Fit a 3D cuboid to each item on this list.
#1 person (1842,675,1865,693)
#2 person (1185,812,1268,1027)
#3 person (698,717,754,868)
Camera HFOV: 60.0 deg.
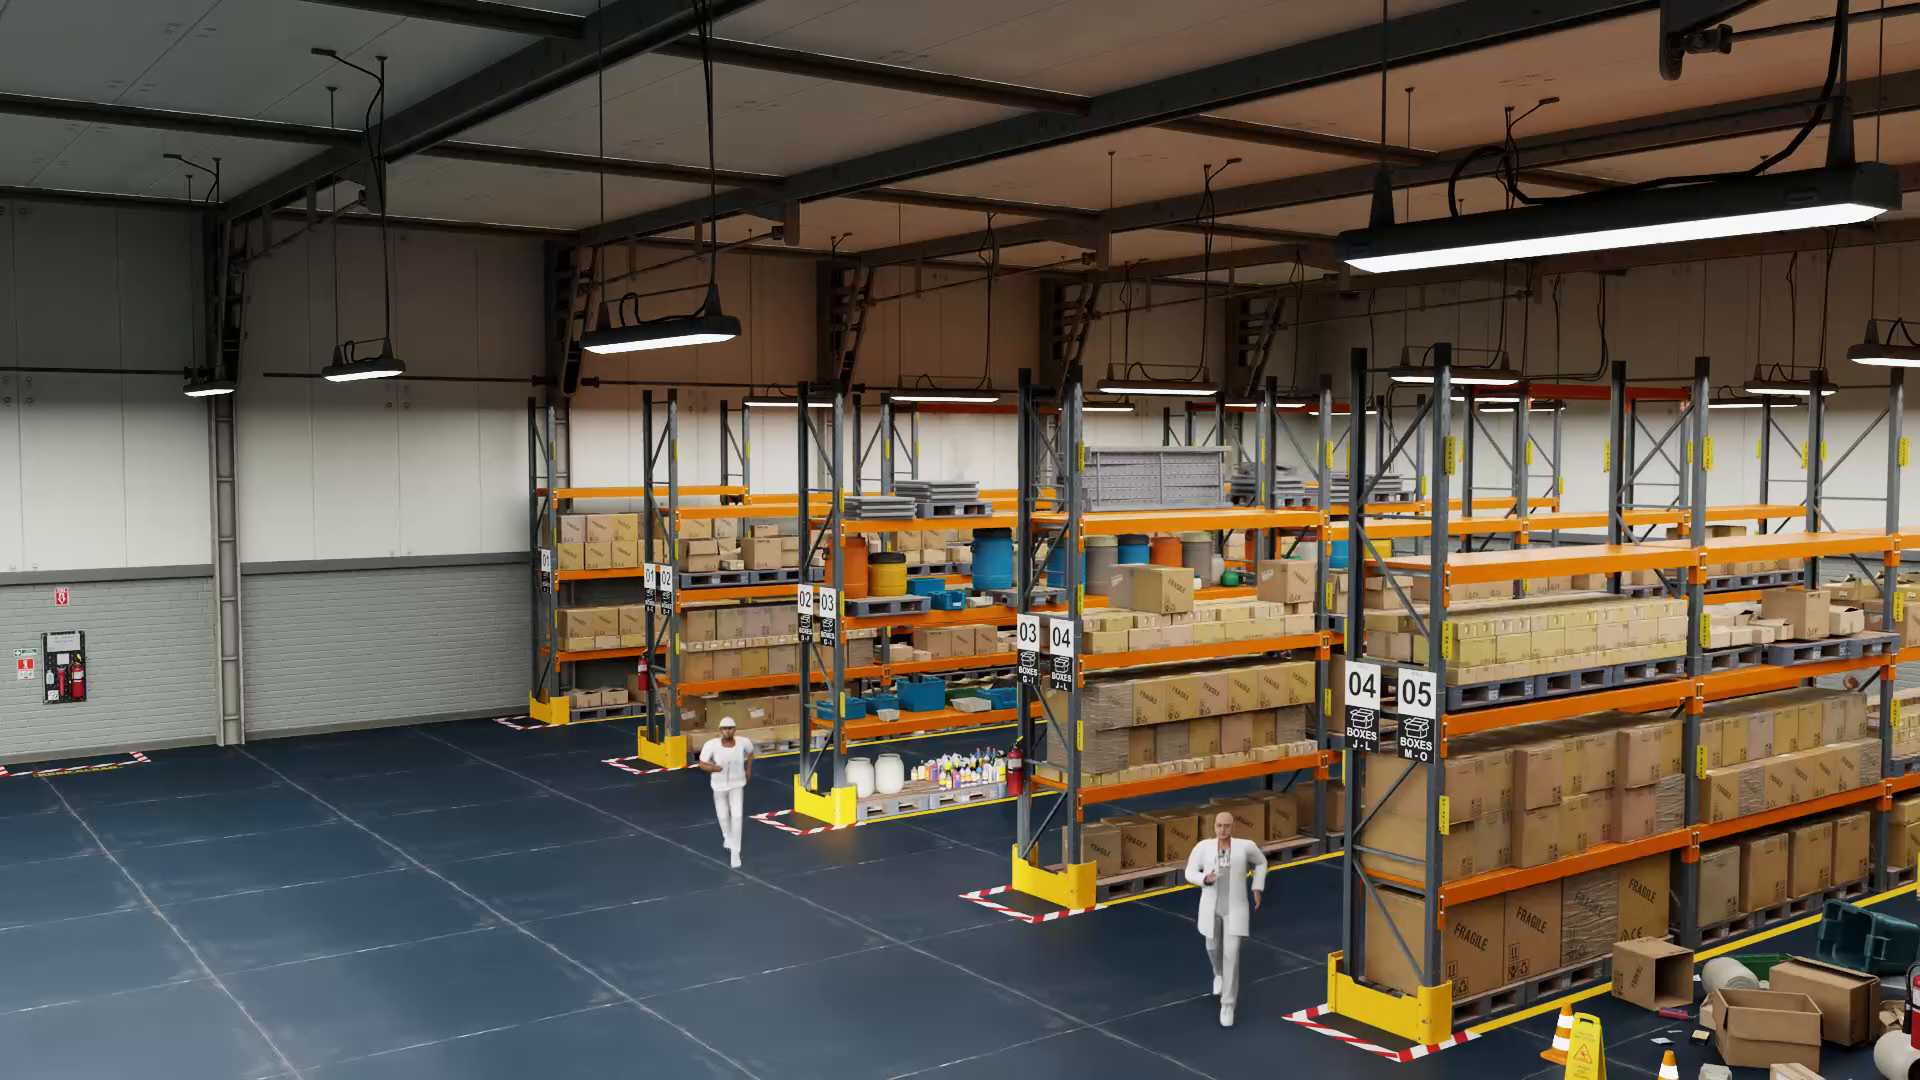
[{"bbox_3d":[13.981,2.880,26.043,0.532,1.534,0.527,3,4,37],"label":"person"},{"bbox_3d":[2.405,3.364,15.099,0.704,1.805,1.023,1,4,18],"label":"person"},{"bbox_3d":[-2.891,3.082,20.582,0.663,1.822,0.943,0,3,-3],"label":"person"}]
